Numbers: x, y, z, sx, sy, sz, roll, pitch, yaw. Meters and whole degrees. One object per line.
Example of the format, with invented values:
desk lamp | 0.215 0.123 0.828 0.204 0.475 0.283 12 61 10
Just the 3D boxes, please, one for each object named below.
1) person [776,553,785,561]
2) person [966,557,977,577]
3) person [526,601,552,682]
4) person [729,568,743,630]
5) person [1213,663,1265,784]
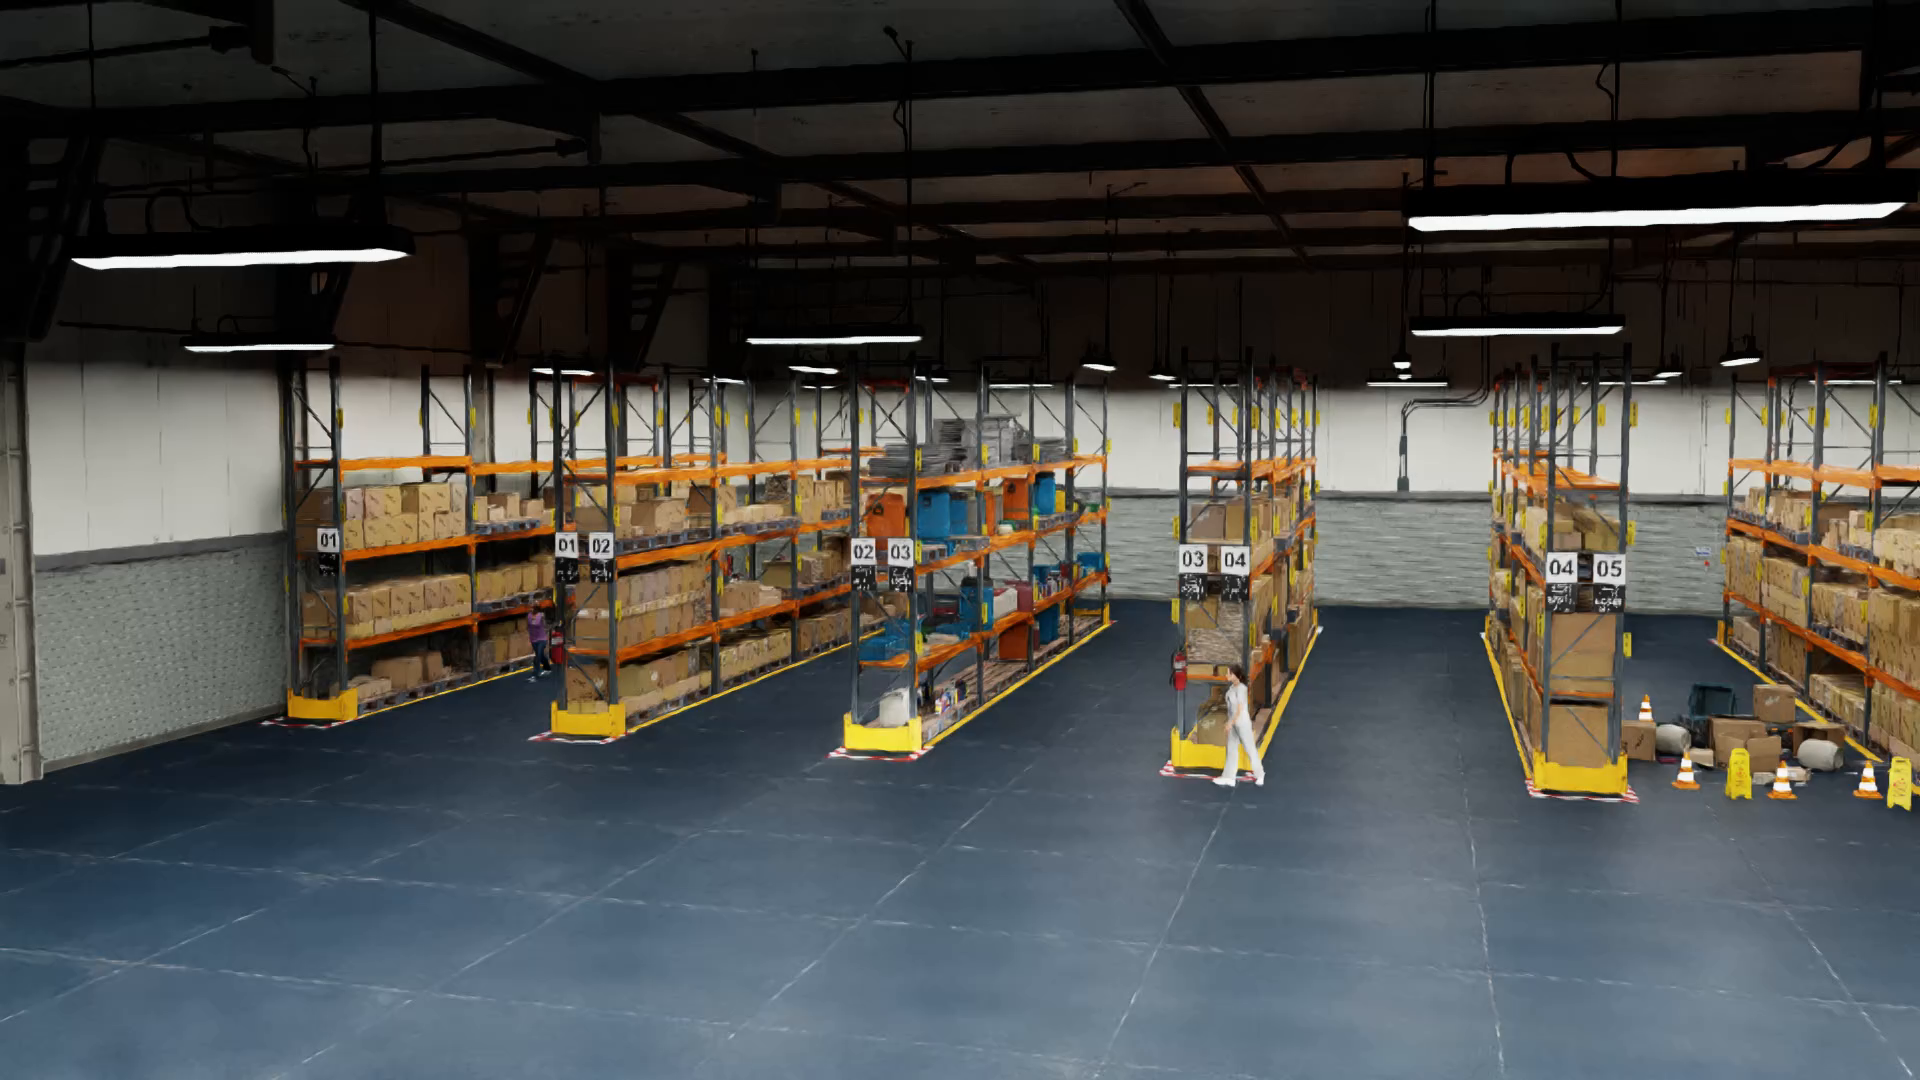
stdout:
person | -4.410 1.143 41.080 0.373 1.656 0.584 0 4 3
person | 0.419 1.113 41.217 0.566 1.704 1.122 1 4 17
person | -8.068 1.903 31.713 0.417 1.517 1.032 1 4 18
person | -4.948 1.460 36.822 0.449 1.671 0.533 -1 4 -15
person | 3.831 2.522 22.682 0.701 1.641 0.485 -1 4 -14
